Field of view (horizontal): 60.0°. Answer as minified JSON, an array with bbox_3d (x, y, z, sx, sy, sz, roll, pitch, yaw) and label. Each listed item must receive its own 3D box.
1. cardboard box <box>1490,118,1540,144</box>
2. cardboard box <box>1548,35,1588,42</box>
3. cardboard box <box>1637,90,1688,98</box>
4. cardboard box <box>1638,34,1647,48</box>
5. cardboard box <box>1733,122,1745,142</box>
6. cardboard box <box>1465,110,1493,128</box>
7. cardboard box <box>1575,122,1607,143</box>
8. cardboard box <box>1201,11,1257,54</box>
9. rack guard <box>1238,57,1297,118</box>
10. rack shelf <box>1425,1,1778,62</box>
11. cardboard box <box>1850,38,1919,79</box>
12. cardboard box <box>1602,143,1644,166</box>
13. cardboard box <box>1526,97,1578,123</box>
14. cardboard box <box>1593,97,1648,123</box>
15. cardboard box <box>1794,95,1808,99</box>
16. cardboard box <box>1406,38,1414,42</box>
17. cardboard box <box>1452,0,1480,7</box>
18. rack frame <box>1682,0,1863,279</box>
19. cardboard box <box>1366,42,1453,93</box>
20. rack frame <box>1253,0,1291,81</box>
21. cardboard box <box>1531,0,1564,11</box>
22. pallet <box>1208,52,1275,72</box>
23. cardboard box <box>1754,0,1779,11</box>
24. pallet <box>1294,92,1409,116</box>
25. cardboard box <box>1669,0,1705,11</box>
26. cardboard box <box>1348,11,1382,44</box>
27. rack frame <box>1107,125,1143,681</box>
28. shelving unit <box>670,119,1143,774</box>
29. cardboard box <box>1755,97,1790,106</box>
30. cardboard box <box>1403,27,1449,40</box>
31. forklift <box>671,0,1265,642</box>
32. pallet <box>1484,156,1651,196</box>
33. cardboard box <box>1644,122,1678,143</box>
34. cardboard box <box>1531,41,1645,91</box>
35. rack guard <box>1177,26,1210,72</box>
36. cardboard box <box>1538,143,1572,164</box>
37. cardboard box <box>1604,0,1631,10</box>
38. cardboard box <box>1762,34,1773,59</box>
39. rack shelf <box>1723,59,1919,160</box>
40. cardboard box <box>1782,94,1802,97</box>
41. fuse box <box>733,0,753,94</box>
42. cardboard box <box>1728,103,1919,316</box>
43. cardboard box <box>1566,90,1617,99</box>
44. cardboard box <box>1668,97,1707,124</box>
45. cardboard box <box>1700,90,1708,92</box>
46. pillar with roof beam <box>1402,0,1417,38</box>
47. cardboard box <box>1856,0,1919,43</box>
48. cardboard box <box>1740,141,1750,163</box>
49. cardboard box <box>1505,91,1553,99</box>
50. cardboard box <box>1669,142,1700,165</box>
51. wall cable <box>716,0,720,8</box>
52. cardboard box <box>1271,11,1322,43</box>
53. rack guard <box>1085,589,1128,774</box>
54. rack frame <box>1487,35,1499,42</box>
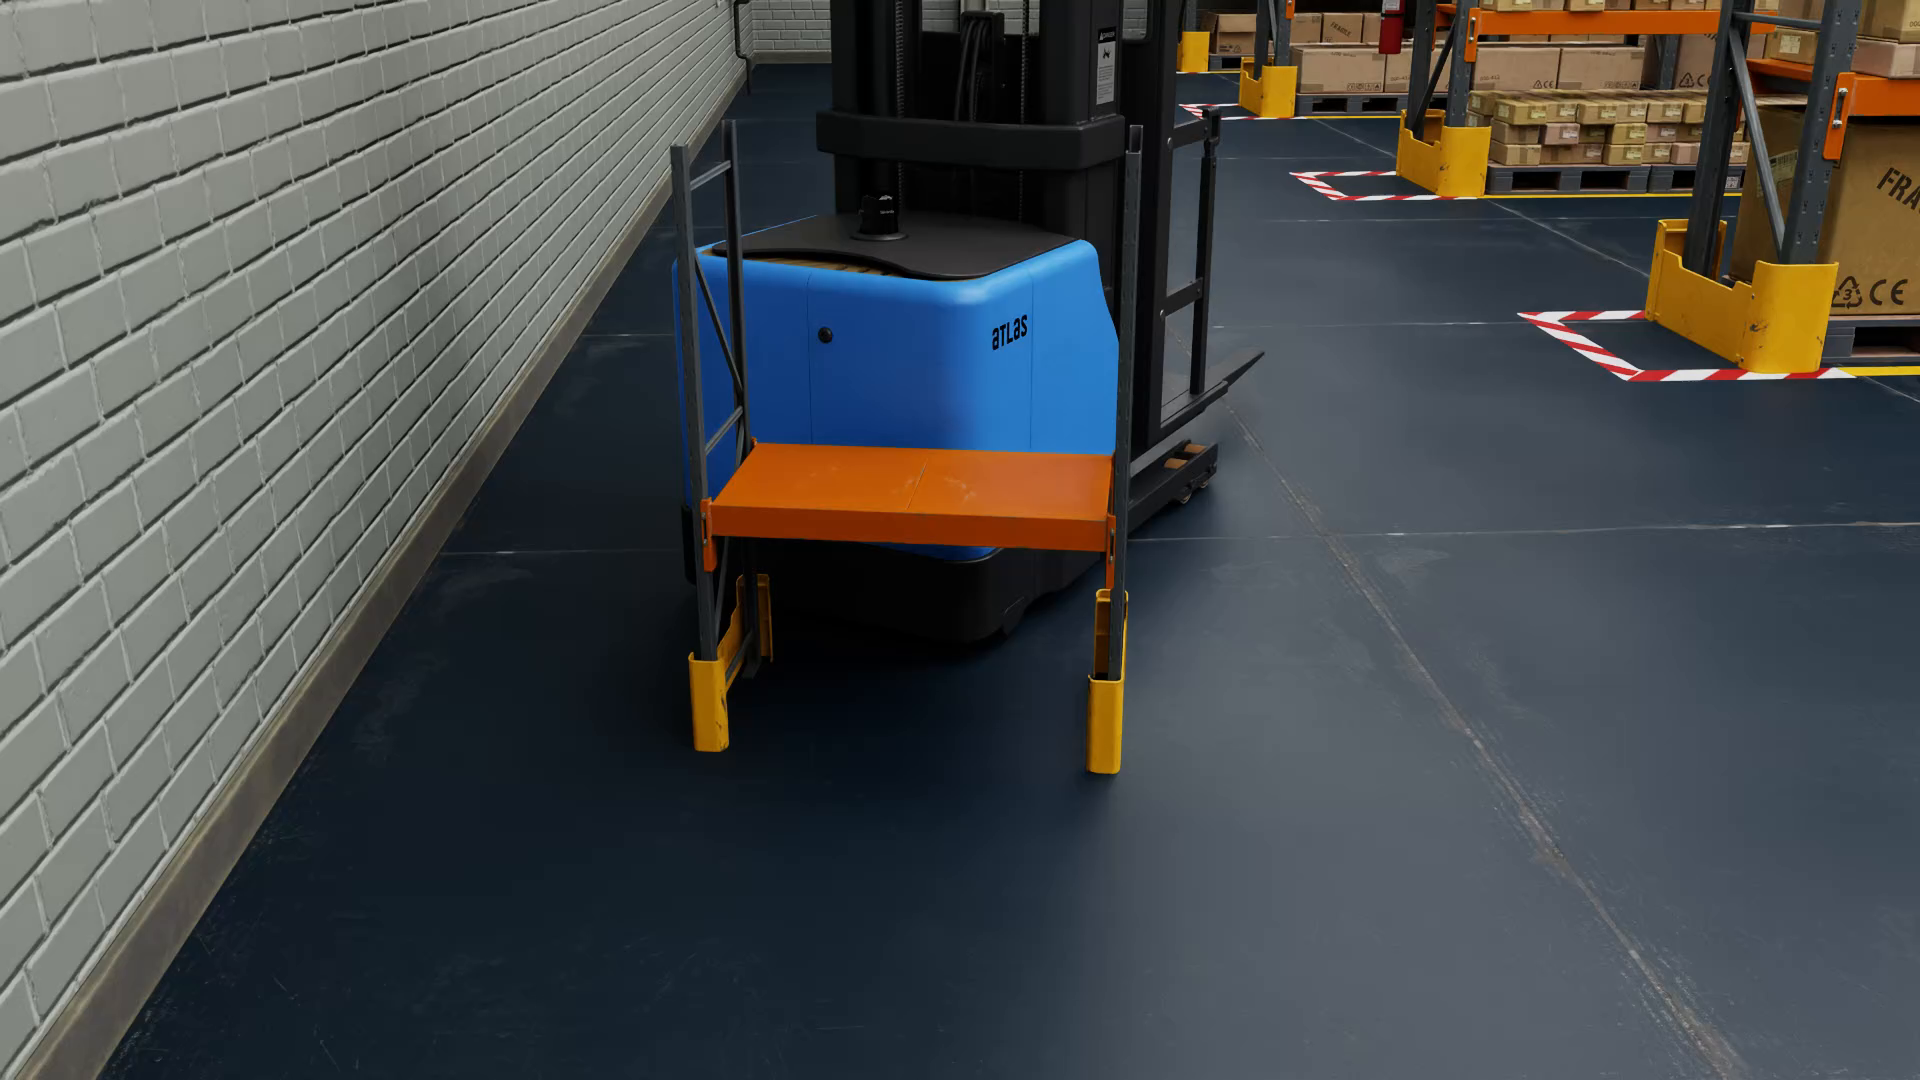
[{"bbox_3d":[4.145,-3.060,12.442,0.250,0.149,0.380,0,21,-1],"label":"cardboard box"},{"bbox_3d":[7.957,-6.711,21.955,0.500,0.500,0.500,-1,21,-4],"label":"cardboard box"},{"bbox_3d":[5.423,-3.390,12.889,0.250,0.149,0.380,-2,21,-5],"label":"cardboard box"},{"bbox_3d":[8.973,-6.728,21.999,0.500,0.500,0.500,-2,21,-5],"label":"cardboard box"},{"bbox_3d":[5.721,-3.110,12.573,0.250,0.149,0.380,0,21,-1],"label":"cardboard box"},{"bbox_3d":[4.117,-3.253,12.948,0.250,0.149,0.380,-2,21,-5],"label":"cardboard box"},{"bbox_3d":[4.660,-3.082,12.499,0.250,0.149,0.380,-1,21,-2],"label":"cardboard box"},{"bbox_3d":[3.552,-6.666,21.832,0.637,0.503,0.797,-2,21,-5],"label":"cardboard box"},{"bbox_3d":[3.199,-4.726,17.331,0.348,0.500,1.175,-1,21,-3],"label":"rack guard"},{"bbox_3d":[5.604,-3.842,12.509,4.000,0.370,1.077,-1,21,-3],"label":"rack shelf"},{"bbox_3d":[4.162,-2.147,7.396,0.250,0.149,0.380,-1,21,-2],"label":"cardboard box"},{"bbox_3d":[4.914,-2.907,12.457,0.250,0.149,0.380,-1,21,-2],"label":"cardboard box"},{"bbox_3d":[4.418,-3.218,12.438,0.250,0.149,0.380,-1,21,-2],"label":"cardboard box"},{"bbox_3d":[4.919,-3.212,12.423,0.250,0.149,0.380,-2,21,-6],"label":"cardboard box"},{"bbox_3d":[6.495,-3.257,12.540,0.250,0.149,0.380,0,21,-1],"label":"cardboard box"},{"bbox_3d":[6.034,-6.534,21.820,0.258,0.266,0.396,0,21,-1],"label":"cardboard box"},{"bbox_3d":[3.916,-4.128,12.600,0.250,0.149,0.380,-1,21,-3],"label":"cardboard box"},{"bbox_3d":[3.789,-2.374,7.641,0.127,3.000,1.000,-1,21,-3],"label":"rack frame"},{"bbox_3d":[4.790,-4.964,17.453,0.875,0.438,0.875,-1,21,-2],"label":"cardboard box"},{"bbox_3d":[3.223,-5.894,16.887,0.127,3.000,1.000,-1,21,-3],"label":"rack frame"},{"bbox_3d":[4.201,-3.931,12.082,0.250,0.149,0.380,0,21,-1],"label":"cardboard box"},{"bbox_3d":[3.808,-6.372,22.062,1.213,0.211,1.003,-1,21,-3],"label":"pallet"},{"bbox_3d":[5.772,-3.956,12.148,0.250,0.149,0.380,-1,21,-2],"label":"cardboard box"},{"bbox_3d":[4.017,-4.635,17.499,1.213,0.211,1.003,-1,21,-3],"label":"pallet"},{"bbox_3d":[5.243,-3.963,12.167,0.250,0.149,0.380,-2,21,-4],"label":"cardboard box"},{"bbox_3d":[5.444,-6.689,21.897,0.500,0.500,0.700,-2,21,-5],"label":"cardboard box"},{"bbox_3d":[0.404,-0.227,4.109,0.032,1.500,0.500,2,21,6],"label":"rack frame"},{"bbox_3d":[-0.110,-0.248,4.164,1.083,1.500,0.587,2,21,6],"label":"shelving unit"},{"bbox_3d":[5.962,-3.209,12.414,0.250,0.149,0.380,-2,21,-5],"label":"cardboard box"},{"bbox_3d":[6.257,-6.749,22.320,0.500,0.311,0.500,0,21,-1],"label":"cardboard box"},{"bbox_3d":[0.296,-1.565,5.612,1.130,2.935,3.031,11,23,26],"label":"forklift"},{"bbox_3d":[4.496,-2.840,12.784,1.213,0.211,1.003,-1,21,-3],"label":"pallet"},{"bbox_3d":[5.182,-3.088,12.515,0.250,0.149,0.380,-2,21,-6],"label":"cardboard box"},{"bbox_3d":[6.584,-5.000,17.548,0.875,0.438,0.875,-1,21,-4],"label":"cardboard box"},{"bbox_3d":[3.012,-6.491,21.967,0.348,0.500,1.175,-1,21,-3],"label":"rack guard"},{"bbox_3d":[4.405,-2.933,12.526,0.250,0.149,0.380,-1,21,-3],"label":"cardboard box"},{"bbox_3d":[4.723,-3.971,12.188,0.250,0.149,0.380,0,21,-1],"label":"cardboard box"},{"bbox_3d":[8.733,-5.241,17.567,0.875,0.875,0.875,-1,21,-1],"label":"cardboard box"},{"bbox_3d":[5.786,-2.078,7.875,4.000,0.370,1.077,-1,21,-3],"label":"rack shelf"},{"bbox_3d":[6.457,-3.407,12.935,0.250,0.149,0.380,-2,21,-4],"label":"cardboard box"},{"bbox_3d":[-2.379,-5.919,18.761,0.414,1.711,0.539,-1,21,-3],"label":"fuse box"},{"bbox_3d":[4.423,-1.619,8.053,0.875,0.875,0.875,-1,21,-3],"label":"cardboard box"},{"bbox_3d":[4.888,-3.399,12.912,0.250,0.149,0.380,-2,21,-5],"label":"cardboard box"},{"bbox_3d":[5.462,-3.204,12.400,0.250,0.149,0.380,-1,21,-2],"label":"cardboard box"},{"bbox_3d":[5.931,-3.396,12.906,0.250,0.149,0.380,-2,21,-5],"label":"cardboard box"},{"bbox_3d":[6.429,-9.319,17.451,0.400,9.000,9.100,-1,21,-3],"label":"pillar with roof beam"},{"bbox_3d":[4.284,-2.357,7.388,0.500,0.250,0.500,-2,21,-4],"label":"cardboard box"},{"bbox_3d":[5.931,-2.952,12.575,0.250,0.149,0.380,-1,21,-2],"label":"cardboard box"},{"bbox_3d":[4.375,-3.365,12.825,0.250,0.149,0.380,-1,21,-2],"label":"cardboard box"},{"bbox_3d":[5.417,-2.920,12.492,0.250,0.149,0.380,-2,21,-6],"label":"cardboard box"},{"bbox_3d":[-2.405,-6.261,16.378,0.123,1.953,0.585,-1,21,-3],"label":"wall cable"},{"bbox_3d":[4.408,-6.668,21.842,0.500,0.500,0.700,0,21,-1],"label":"cardboard box"},{"bbox_3d":[0.385,0.356,4.334,0.087,0.250,0.587,2,21,6],"label":"rack guard"},{"bbox_3d":[6.930,-7.739,21.732,0.127,3.000,1.000,-1,21,-3],"label":"rack frame"}]
